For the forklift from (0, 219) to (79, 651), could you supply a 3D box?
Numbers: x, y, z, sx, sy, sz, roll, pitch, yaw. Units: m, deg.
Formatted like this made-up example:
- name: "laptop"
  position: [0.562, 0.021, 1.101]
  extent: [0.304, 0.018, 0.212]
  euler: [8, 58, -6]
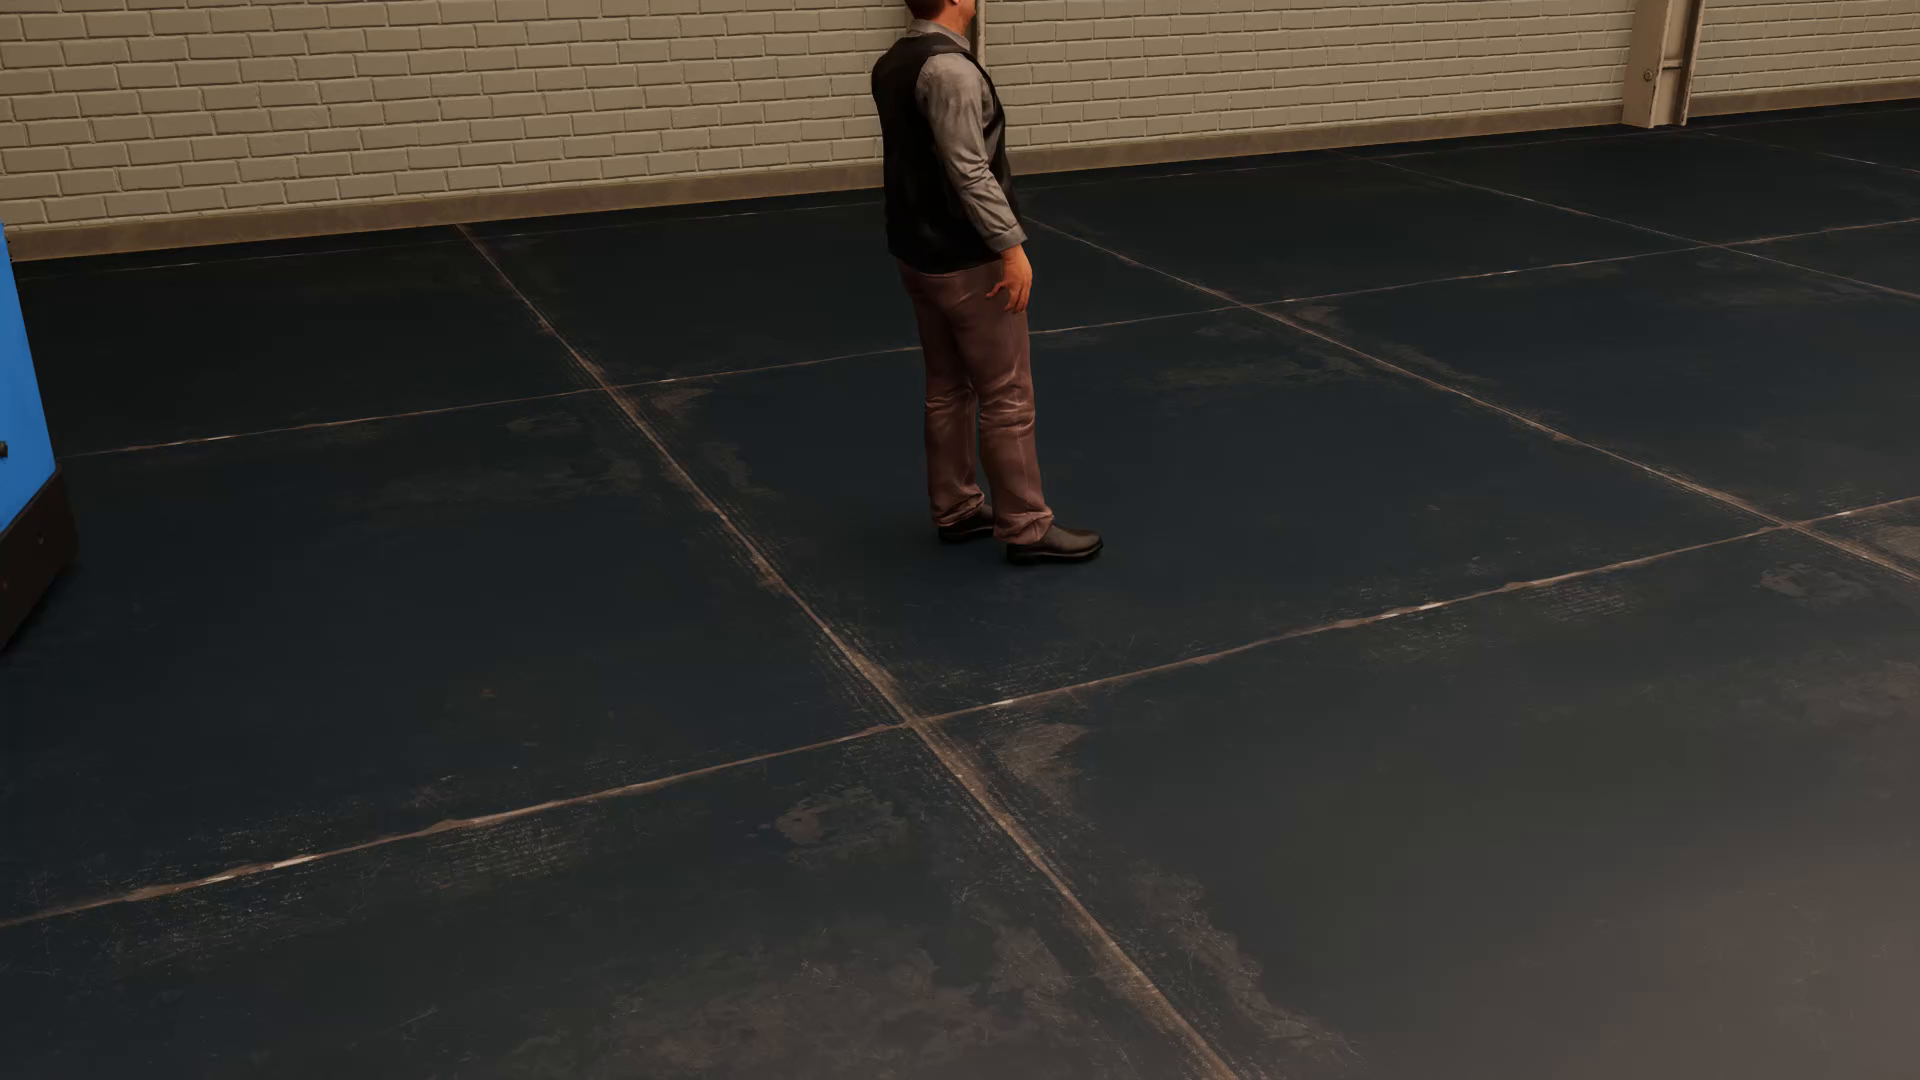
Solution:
- name: "forklift"
  position: [-3.984, -0.992, 3.674]
  extent: [3.031, 2.935, 1.130]
  euler: [-4, 23, -11]

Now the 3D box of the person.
- name: "person"
  position: [0.060, -0.809, 4.792]
  extent: [0.566, 1.722, 0.633]
  euler: [-10, 25, -23]
